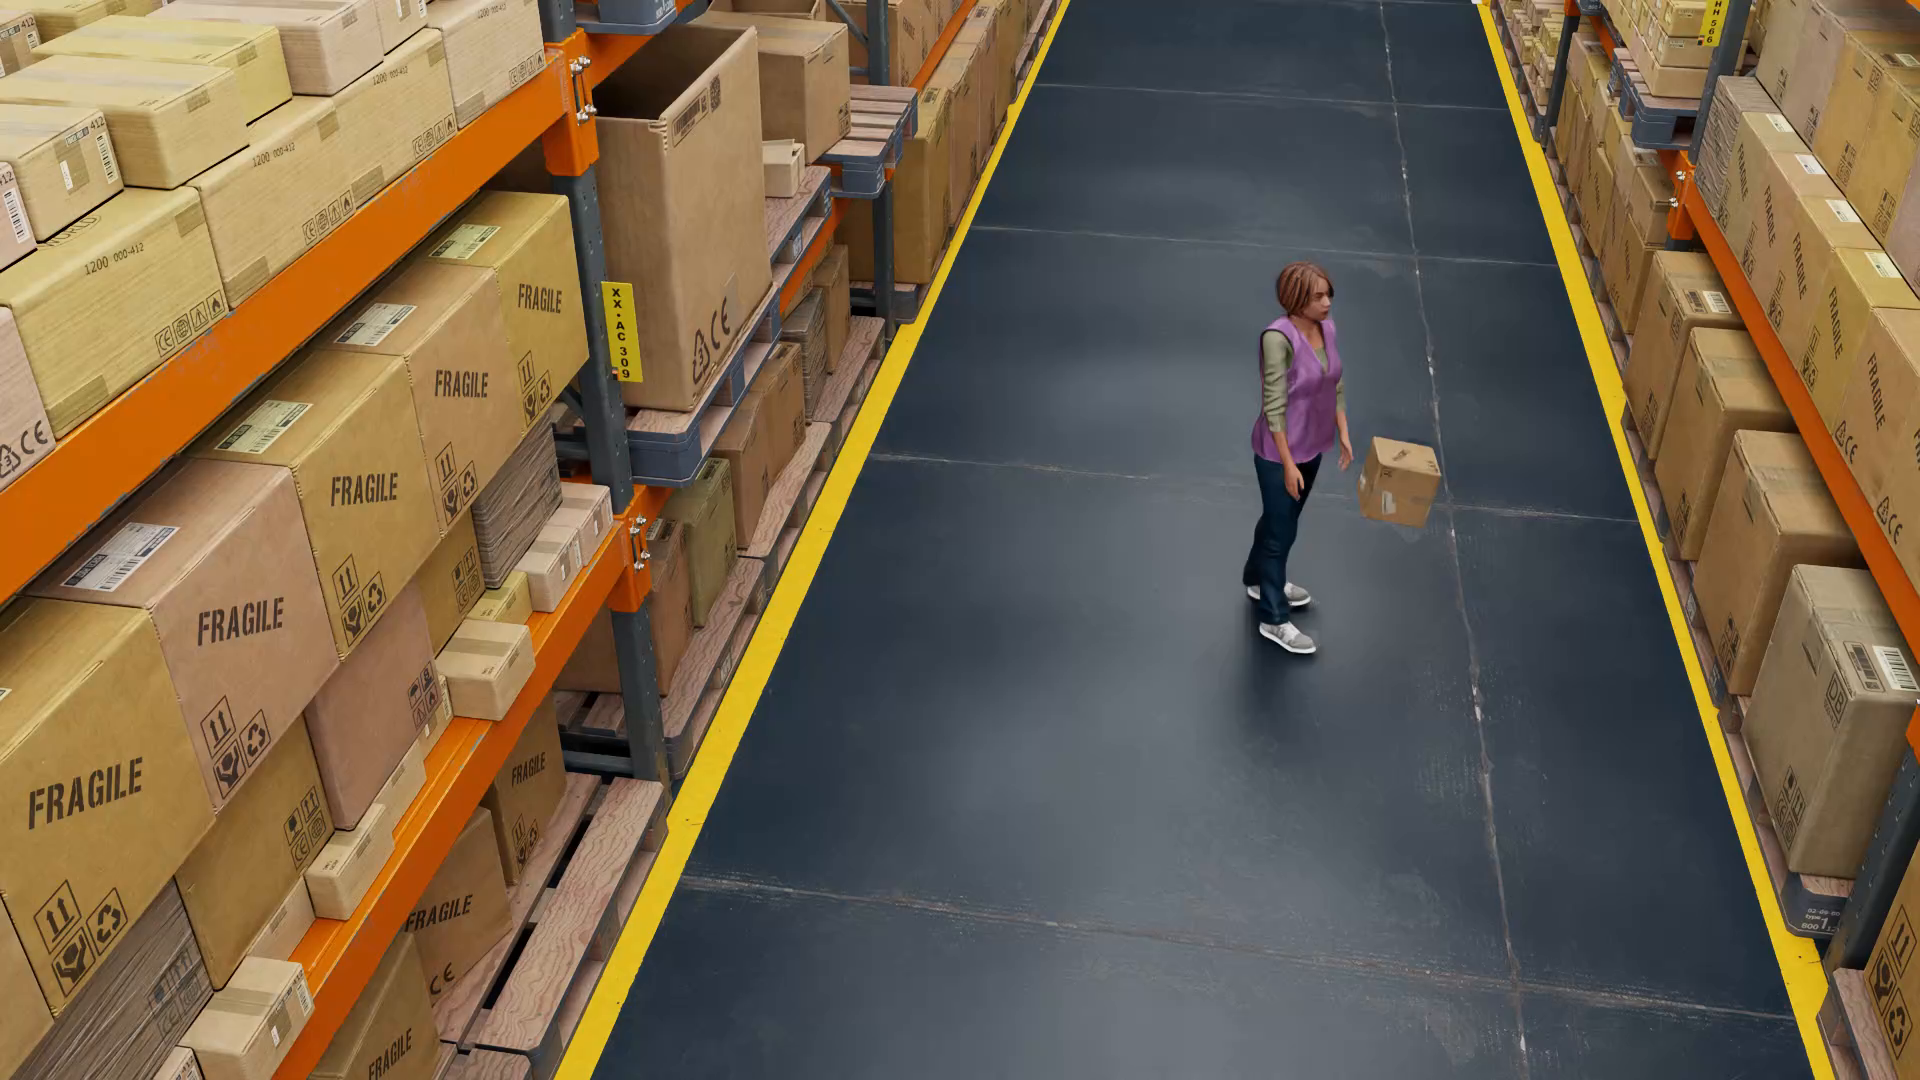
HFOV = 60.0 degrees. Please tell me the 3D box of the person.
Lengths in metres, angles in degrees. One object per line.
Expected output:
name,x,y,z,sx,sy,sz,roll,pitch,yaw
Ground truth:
person,1.386,-0.327,6.661,0.496,1.570,0.476,28,42,36
